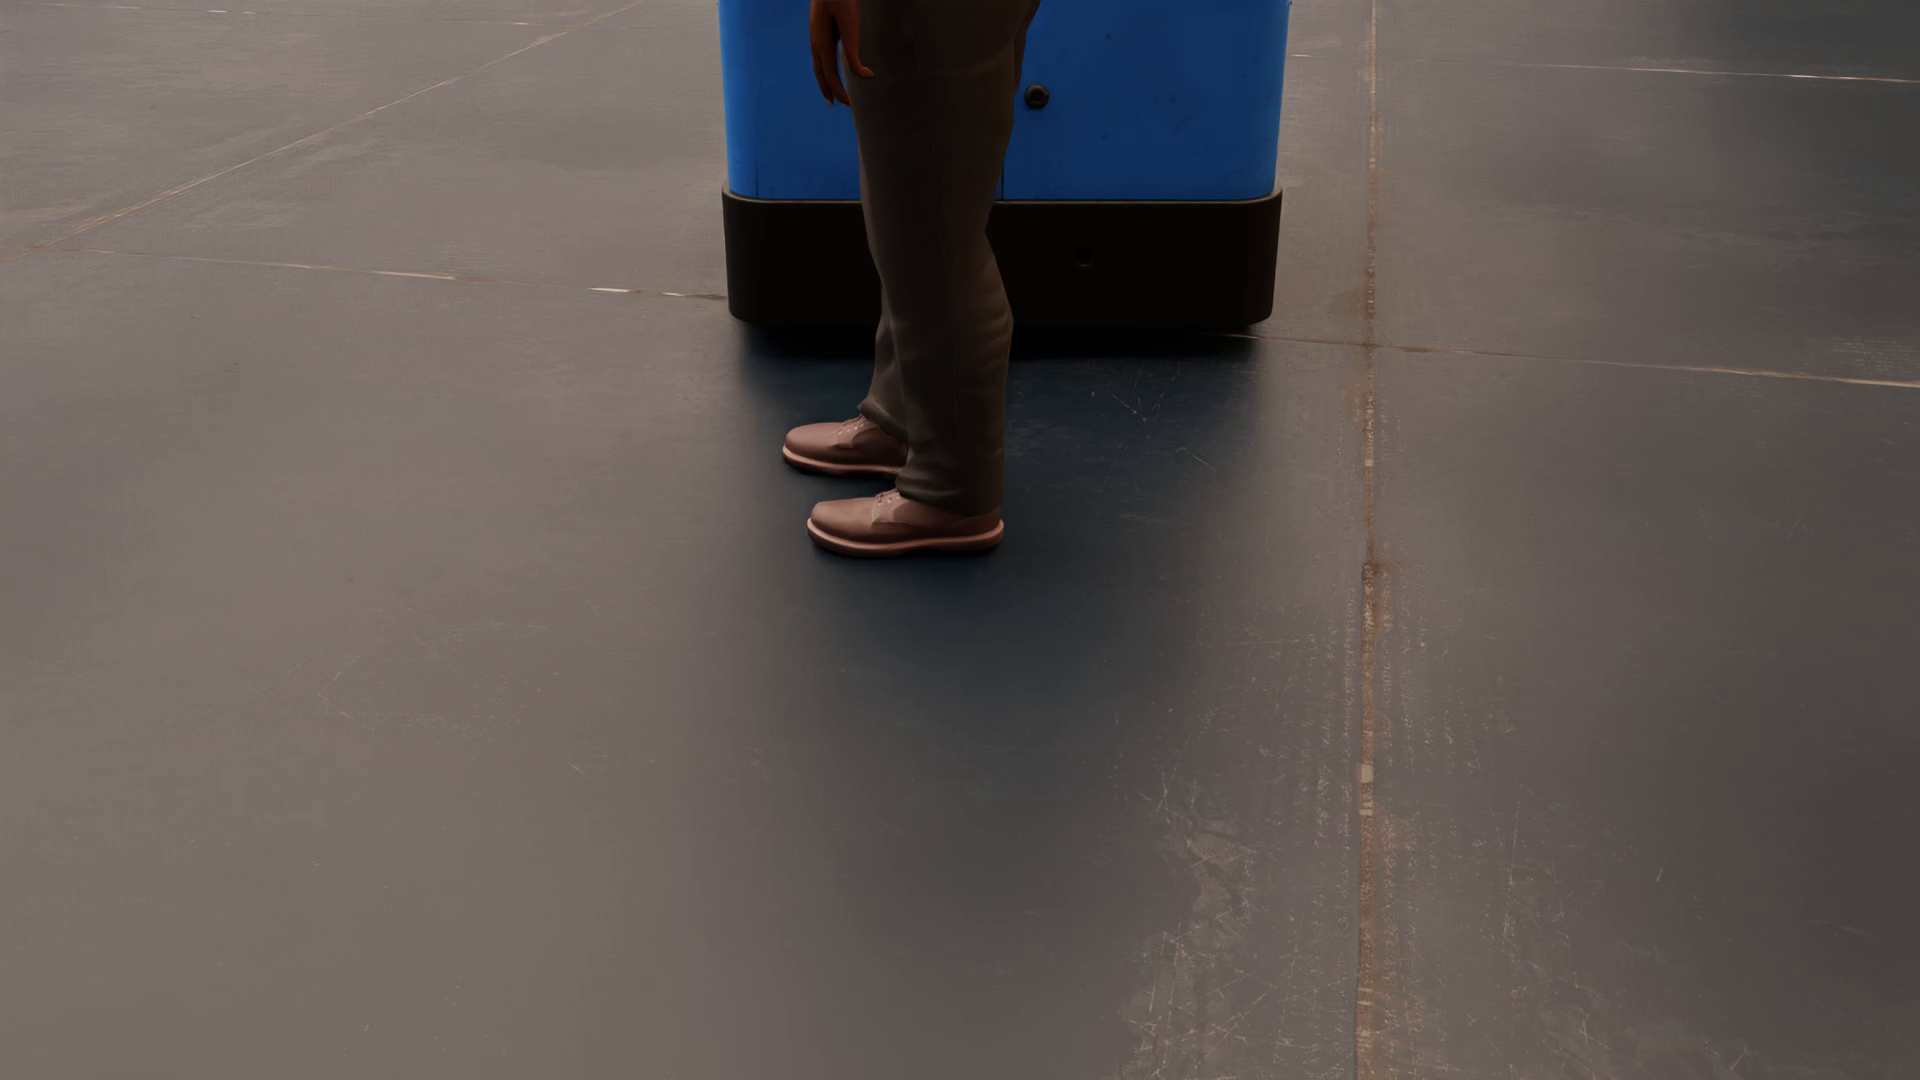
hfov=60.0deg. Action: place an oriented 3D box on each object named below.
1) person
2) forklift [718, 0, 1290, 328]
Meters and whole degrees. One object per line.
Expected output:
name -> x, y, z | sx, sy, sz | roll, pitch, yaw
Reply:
person -> -0.104, -0.753, 2.153 | 0.475, 1.658, 0.579 | 5, 27, 10
forklift -> 0.087, -2.327, 3.858 | 1.130, 2.935, 3.031 | 0, 27, 0
